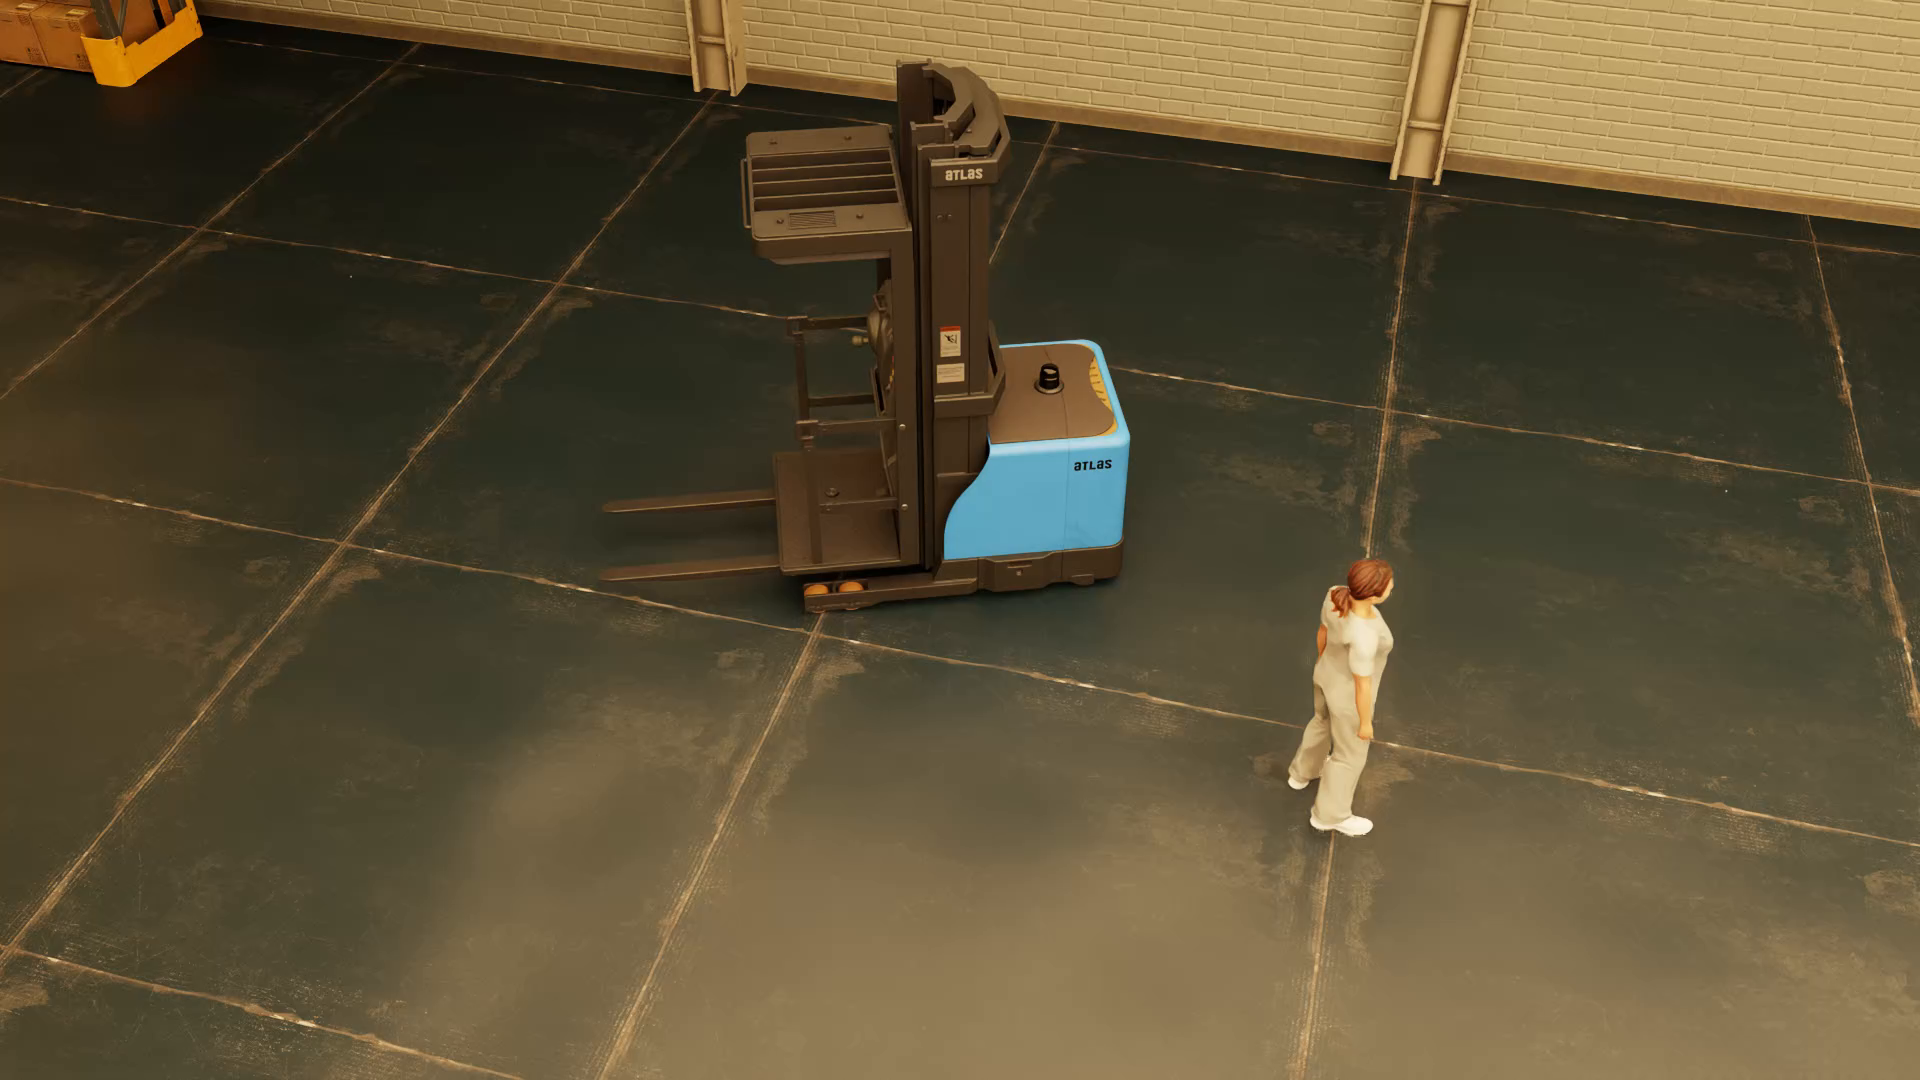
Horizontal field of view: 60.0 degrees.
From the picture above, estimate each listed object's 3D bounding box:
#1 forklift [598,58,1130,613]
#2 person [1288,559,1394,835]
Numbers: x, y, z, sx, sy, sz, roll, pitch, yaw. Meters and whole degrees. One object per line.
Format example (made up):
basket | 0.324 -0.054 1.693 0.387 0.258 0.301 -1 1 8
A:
forklift | -0.604 -1.052 9.062 3.031 2.935 1.130 -5 41 -5
person | 1.857 0.727 7.994 0.363 1.675 0.523 -9 42 -10
